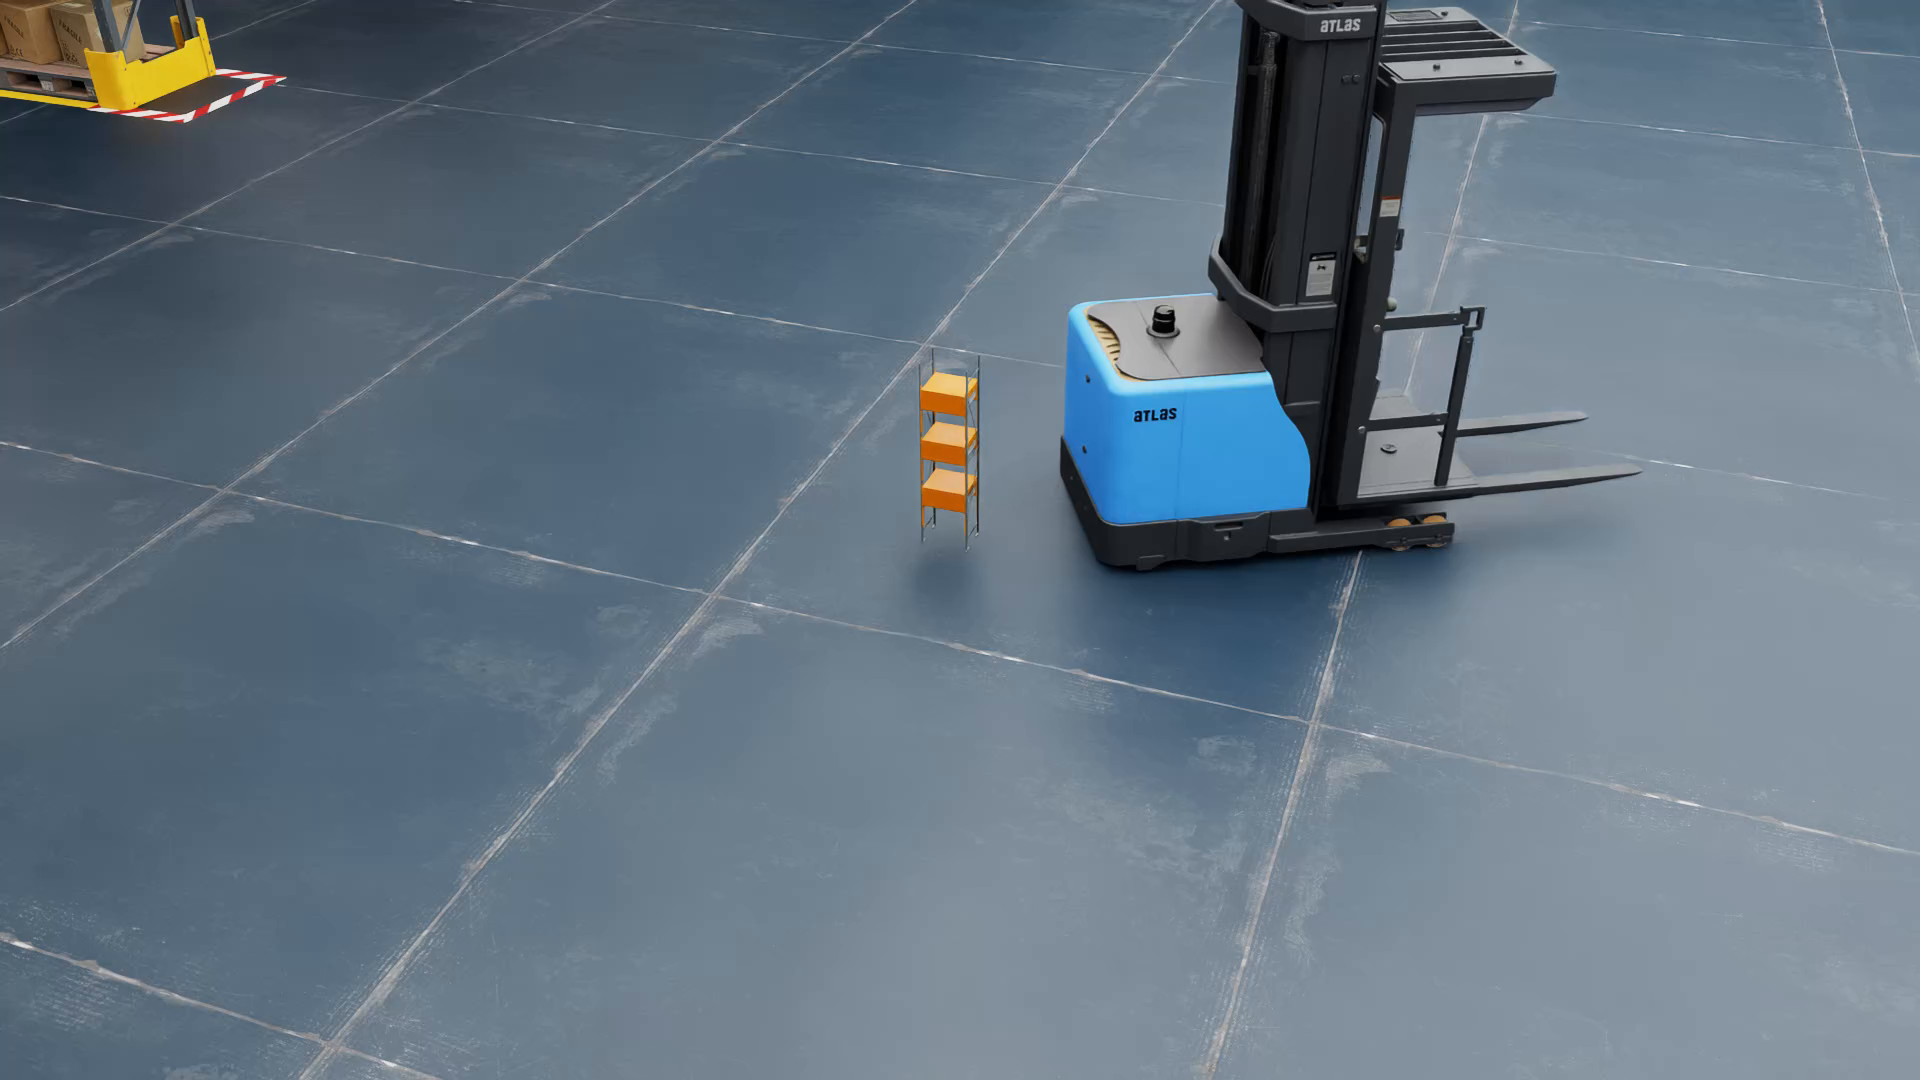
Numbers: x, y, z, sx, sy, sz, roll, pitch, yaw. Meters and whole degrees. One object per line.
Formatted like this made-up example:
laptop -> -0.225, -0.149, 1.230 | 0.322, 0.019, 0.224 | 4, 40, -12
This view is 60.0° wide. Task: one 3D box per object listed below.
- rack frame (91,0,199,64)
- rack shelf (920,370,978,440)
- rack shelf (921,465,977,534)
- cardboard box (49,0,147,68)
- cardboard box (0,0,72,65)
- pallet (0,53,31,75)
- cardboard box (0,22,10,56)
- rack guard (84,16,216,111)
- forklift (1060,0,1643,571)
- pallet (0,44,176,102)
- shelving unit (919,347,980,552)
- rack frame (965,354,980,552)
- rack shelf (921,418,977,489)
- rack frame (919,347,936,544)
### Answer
rack frame -> -7.187, -5.333, 14.244 | 0.127, 3.000, 1.000 | 11, 34, 16
rack shelf -> -0.050, -0.680, 8.332 | 0.240, 0.259, 0.215 | 11, 34, 16
rack shelf -> -0.050, -0.208, 8.637 | 0.240, 0.259, 0.215 | 11, 34, 16
cardboard box -> -7.769, -4.582, 14.999 | 0.500, 0.500, 0.500 | 18, 37, 25
cardboard box -> -8.343, -4.674, 15.141 | 0.500, 0.500, 0.500 | 21, 38, 29
pallet -> -9.156, -4.566, 15.628 | 1.213, 0.211, 1.003 | 11, 34, 16
cardboard box -> -8.926, -4.798, 15.334 | 0.500, 0.500, 0.500 | 14, 35, 21
rack guard -> -7.258, -4.297, 14.944 | 0.348, 0.500, 1.175 | 11, 34, 16
forklift -> 2.117, -1.451, 8.296 | 3.031, 2.935, 1.130 | -5, 33, -8
pallet -> -8.011, -4.342, 15.281 | 1.213, 0.211, 1.003 | 11, 34, 16
shelving unit -> -0.050, -0.451, 8.480 | 0.252, 1.050, 0.215 | 11, 34, 16
rack frame -> 0.064, -0.429, 8.446 | 0.008, 1.050, 0.200 | 11, 34, 16
rack shelf -> -0.050, -0.442, 8.486 | 0.240, 0.259, 0.215 | 11, 34, 16
rack frame -> -0.165, -0.473, 8.515 | 0.008, 1.050, 0.200 | 11, 34, 16
